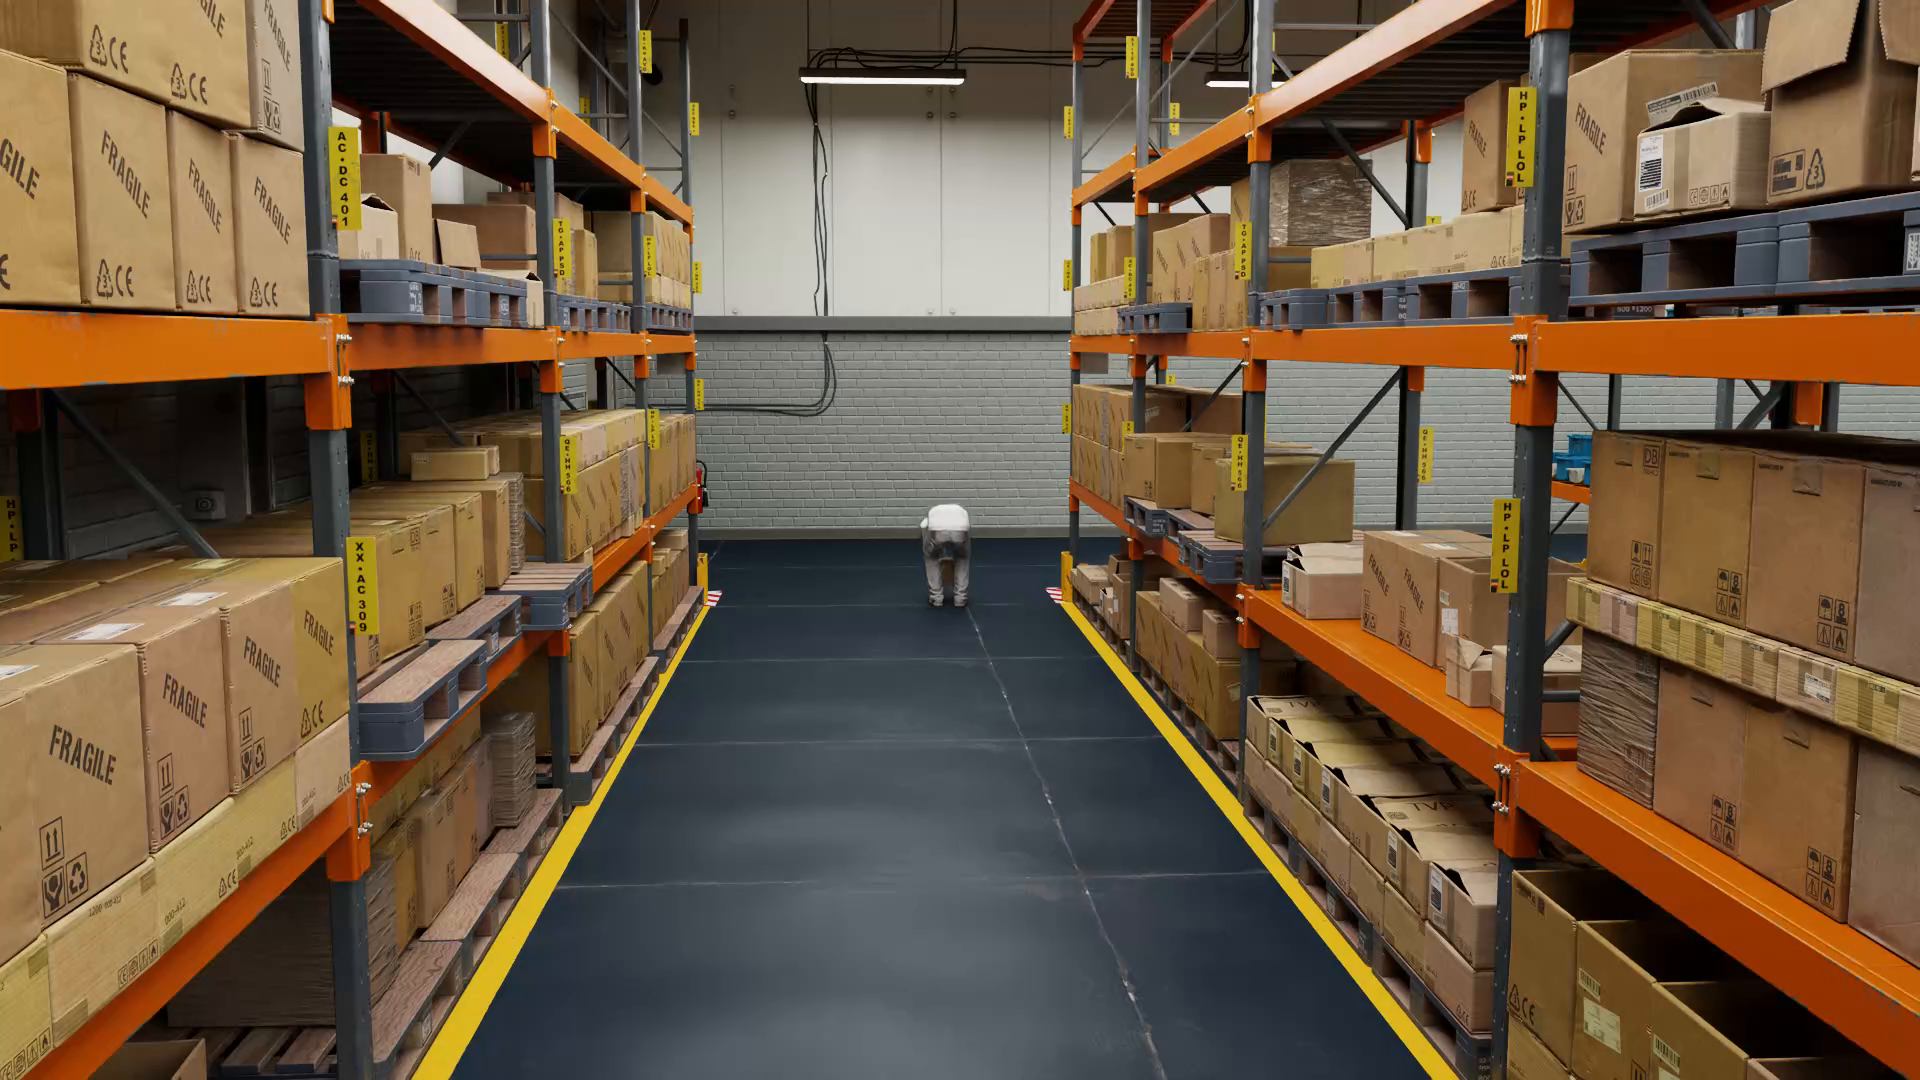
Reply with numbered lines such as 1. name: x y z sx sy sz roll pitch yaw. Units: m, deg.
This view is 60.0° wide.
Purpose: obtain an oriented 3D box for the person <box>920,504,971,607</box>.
1. person: -0.159 0.133 17.569 0.513 1.063 0.990 -1 7 -6
